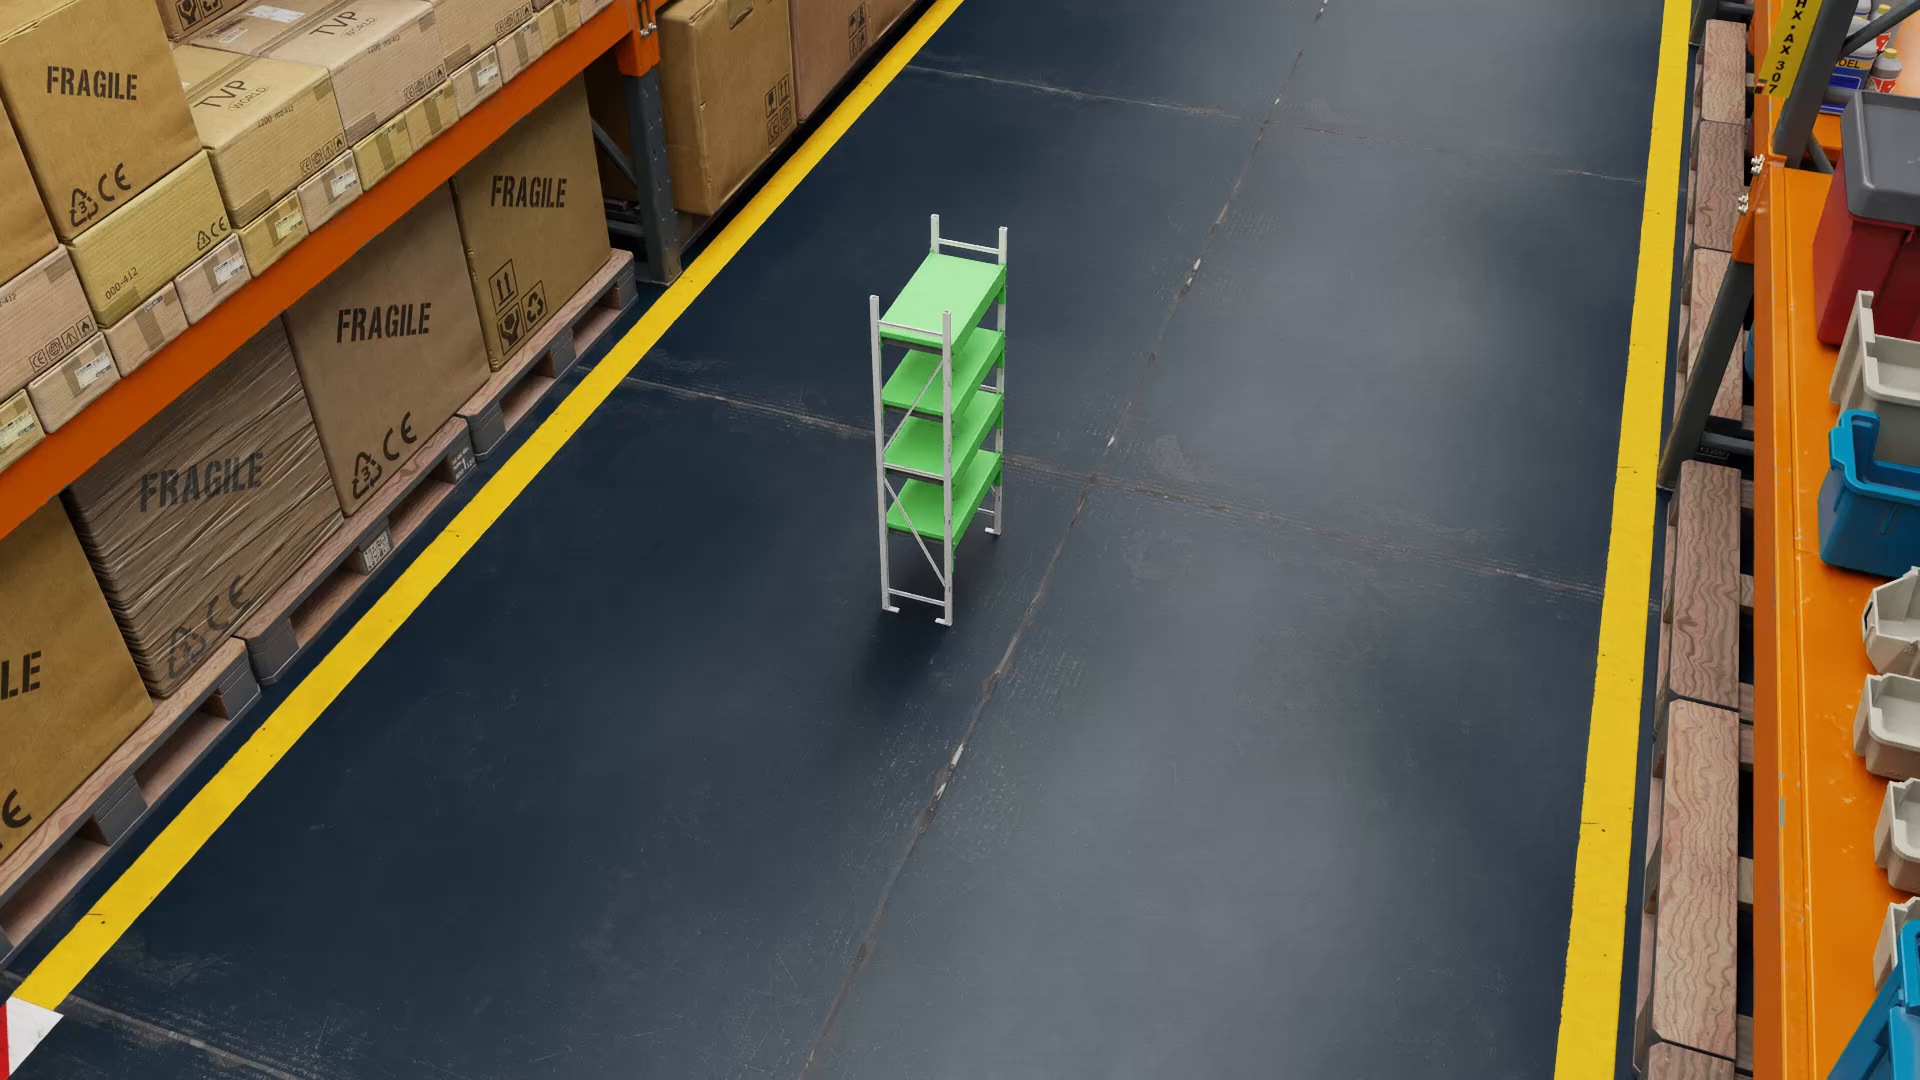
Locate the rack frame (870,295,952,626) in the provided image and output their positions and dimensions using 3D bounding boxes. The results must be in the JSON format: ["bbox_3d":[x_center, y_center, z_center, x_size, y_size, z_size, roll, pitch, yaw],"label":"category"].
[{"bbox_3d":[-0.140,-0.207,5.068,0.240,1.200,0.015,13,42,15],"label":"rack frame"}]

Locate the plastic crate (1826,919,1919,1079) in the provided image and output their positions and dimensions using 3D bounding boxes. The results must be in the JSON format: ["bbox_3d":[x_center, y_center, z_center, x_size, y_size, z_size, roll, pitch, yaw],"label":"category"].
[{"bbox_3d":[1.555,0.911,2.298,0.616,0.435,0.499,13,42,15],"label":"plastic crate"}]

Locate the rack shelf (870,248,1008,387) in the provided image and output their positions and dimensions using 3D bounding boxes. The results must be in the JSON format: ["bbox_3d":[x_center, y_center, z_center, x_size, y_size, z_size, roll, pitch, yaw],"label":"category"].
[{"bbox_3d":[-0.057,-0.672,4.972,0.258,0.148,0.480,13,42,15],"label":"rack shelf"}]

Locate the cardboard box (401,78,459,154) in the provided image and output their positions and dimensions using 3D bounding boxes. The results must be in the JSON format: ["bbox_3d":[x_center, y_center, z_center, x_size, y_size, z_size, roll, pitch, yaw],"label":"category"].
[{"bbox_3d":[-1.819,-1.364,5.231,0.380,0.149,0.250,14,42,16],"label":"cardboard box"}]

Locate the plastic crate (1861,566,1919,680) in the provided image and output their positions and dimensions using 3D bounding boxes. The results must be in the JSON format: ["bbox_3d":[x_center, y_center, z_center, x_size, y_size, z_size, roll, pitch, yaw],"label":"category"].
[{"bbox_3d":[1.993,0.199,3.362,0.298,0.136,0.250,13,42,15],"label":"plastic crate"}]

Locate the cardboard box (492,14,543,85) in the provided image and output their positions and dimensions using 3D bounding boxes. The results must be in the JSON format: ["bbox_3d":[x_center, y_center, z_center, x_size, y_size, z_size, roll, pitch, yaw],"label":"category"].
[{"bbox_3d":[-1.643,-1.678,5.600,0.380,0.149,0.250,13,42,14],"label":"cardboard box"}]

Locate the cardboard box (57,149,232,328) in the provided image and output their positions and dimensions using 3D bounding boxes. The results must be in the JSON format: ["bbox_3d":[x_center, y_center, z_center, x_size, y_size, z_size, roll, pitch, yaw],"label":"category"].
[{"bbox_3d":[-2.274,-0.820,4.286,0.500,0.250,0.500,12,42,14],"label":"cardboard box"}]

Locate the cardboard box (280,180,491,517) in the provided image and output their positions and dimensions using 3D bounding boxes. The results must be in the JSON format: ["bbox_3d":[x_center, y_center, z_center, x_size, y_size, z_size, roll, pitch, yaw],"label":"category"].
[{"bbox_3d":[-2.279,-0.764,5.648,0.875,0.875,0.875,13,42,15],"label":"cardboard box"}]

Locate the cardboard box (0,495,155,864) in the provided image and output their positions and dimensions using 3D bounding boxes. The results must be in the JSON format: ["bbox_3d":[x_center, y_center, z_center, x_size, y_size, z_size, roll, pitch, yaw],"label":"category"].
[{"bbox_3d":[-2.895,0.334,4.361,0.875,0.875,0.875,13,42,15],"label":"cardboard box"}]

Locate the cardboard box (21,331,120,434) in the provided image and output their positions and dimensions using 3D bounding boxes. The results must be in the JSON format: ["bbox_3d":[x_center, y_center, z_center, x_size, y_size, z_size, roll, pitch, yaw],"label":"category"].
[{"bbox_3d":[-2.345,-0.427,4.132,0.380,0.149,0.250,13,42,14],"label":"cardboard box"}]

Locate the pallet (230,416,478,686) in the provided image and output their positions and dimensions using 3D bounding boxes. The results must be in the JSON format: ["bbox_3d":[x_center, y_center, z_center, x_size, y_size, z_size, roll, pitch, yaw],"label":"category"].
[{"bbox_3d":[-2.420,-0.092,5.696,1.003,0.211,1.213,13,42,15],"label":"pallet"}]

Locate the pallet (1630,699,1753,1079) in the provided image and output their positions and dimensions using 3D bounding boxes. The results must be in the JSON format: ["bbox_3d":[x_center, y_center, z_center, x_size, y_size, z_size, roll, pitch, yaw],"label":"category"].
[{"bbox_3d":[2.353,1.018,4.395,1.003,0.211,1.213,13,42,15],"label":"pallet"}]

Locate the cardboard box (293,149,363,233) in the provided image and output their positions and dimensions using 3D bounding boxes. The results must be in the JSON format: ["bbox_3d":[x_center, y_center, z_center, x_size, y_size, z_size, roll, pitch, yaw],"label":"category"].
[{"bbox_3d":[-1.994,-1.053,4.867,0.380,0.149,0.250,14,42,16],"label":"cardboard box"}]

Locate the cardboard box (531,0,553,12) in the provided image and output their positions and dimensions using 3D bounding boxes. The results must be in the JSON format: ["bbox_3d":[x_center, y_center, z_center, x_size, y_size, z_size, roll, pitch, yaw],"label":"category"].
[{"bbox_3d":[-1.575,-2.075,5.757,0.500,0.250,0.500,13,42,14],"label":"cardboard box"}]

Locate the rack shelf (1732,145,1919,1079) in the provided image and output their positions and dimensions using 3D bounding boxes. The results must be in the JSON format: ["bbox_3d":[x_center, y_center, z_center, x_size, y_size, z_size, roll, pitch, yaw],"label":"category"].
[{"bbox_3d":[2.300,0.247,3.704,1.077,0.370,4.000,13,42,15],"label":"rack shelf"}]

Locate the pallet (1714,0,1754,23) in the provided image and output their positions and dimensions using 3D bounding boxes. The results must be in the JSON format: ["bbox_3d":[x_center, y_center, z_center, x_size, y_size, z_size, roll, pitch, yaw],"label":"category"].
[{"bbox_3d":[4.653,-3.090,9.209,1.003,0.211,1.213,13,42,15],"label":"pallet"}]

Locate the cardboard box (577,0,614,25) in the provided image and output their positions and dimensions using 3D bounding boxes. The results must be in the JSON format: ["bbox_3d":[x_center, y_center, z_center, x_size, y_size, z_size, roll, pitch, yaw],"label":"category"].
[{"bbox_3d":[-1.467,-1.992,5.967,0.380,0.149,0.250,14,42,15],"label":"cardboard box"}]

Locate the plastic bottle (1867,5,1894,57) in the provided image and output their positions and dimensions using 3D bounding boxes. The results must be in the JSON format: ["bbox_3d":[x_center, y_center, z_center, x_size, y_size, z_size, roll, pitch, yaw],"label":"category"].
[{"bbox_3d":[3.063,-1.690,5.573,0.097,0.201,0.097,0,40,0],"label":"plastic bottle"}]

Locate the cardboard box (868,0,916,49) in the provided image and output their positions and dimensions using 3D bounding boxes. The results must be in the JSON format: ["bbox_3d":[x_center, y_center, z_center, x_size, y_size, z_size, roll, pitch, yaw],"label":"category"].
[{"bbox_3d":[-0.870,-3.179,8.479,1.225,0.875,0.875,13,42,15],"label":"cardboard box"}]

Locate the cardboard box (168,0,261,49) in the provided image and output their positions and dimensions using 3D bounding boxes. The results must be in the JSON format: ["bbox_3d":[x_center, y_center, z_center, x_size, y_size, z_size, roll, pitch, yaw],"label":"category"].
[{"bbox_3d":[-2.424,-1.554,5.147,0.500,0.250,0.500,14,43,16],"label":"cardboard box"}]

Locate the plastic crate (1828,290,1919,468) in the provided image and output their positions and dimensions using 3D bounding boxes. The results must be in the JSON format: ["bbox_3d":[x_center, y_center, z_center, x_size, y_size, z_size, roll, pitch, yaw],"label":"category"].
[{"bbox_3d":[2.288,-0.334,3.876,0.437,0.282,0.530,13,42,15],"label":"plastic crate"}]

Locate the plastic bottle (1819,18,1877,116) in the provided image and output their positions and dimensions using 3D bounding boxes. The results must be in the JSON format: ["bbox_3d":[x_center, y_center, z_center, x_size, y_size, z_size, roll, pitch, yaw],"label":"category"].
[{"bbox_3d":[2.815,-1.512,5.306,0.152,0.276,0.135,13,42,15],"label":"plastic bottle"}]

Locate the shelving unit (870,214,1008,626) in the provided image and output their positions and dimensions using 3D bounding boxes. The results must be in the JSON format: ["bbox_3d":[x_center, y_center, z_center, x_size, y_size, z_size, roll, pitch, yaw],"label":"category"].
[{"bbox_3d":[-0.057,-0.355,5.242,0.258,1.200,0.503,13,42,15],"label":"shelving unit"}]

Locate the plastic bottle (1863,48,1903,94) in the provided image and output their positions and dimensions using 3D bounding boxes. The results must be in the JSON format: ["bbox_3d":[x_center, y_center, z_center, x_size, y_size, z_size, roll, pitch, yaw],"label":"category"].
[{"bbox_3d":[2.938,-1.467,5.312,0.097,0.201,0.097,0,40,0],"label":"plastic bottle"}]

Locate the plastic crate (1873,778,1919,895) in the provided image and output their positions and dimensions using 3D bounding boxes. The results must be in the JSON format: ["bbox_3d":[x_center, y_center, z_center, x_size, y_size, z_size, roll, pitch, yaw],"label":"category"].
[{"bbox_3d":[1.837,0.559,2.940,0.396,0.136,0.243,13,42,15],"label":"plastic crate"}]

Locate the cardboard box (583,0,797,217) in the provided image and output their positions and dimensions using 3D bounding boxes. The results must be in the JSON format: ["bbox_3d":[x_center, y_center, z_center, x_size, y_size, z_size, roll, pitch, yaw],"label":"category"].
[{"bbox_3d":[-1.471,-2.092,7.205,1.225,0.875,0.875,13,42,15],"label":"cardboard box"}]

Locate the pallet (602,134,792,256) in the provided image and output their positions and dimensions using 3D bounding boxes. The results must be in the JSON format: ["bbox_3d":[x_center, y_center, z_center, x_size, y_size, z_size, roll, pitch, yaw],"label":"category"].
[{"bbox_3d":[-1.478,-1.773,7.665,1.003,0.211,1.213,13,42,15],"label":"pallet"}]

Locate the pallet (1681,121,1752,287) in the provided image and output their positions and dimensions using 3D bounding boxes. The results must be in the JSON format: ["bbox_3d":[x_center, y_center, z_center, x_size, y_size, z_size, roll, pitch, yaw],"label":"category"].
[{"bbox_3d":[3.702,-1.394,7.221,1.003,0.211,1.213,13,42,15],"label":"pallet"}]

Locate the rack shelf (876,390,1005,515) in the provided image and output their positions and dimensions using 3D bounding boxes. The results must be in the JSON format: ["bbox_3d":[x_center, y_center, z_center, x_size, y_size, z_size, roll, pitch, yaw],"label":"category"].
[{"bbox_3d":[-0.057,-0.307,5.284,0.258,0.148,0.480,13,42,15],"label":"rack shelf"}]

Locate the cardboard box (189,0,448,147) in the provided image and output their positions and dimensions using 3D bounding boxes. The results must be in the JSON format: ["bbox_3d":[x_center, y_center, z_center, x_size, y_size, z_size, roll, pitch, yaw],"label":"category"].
[{"bbox_3d":[-1.924,-1.447,5.022,0.500,0.250,0.500,14,42,16],"label":"cardboard box"}]

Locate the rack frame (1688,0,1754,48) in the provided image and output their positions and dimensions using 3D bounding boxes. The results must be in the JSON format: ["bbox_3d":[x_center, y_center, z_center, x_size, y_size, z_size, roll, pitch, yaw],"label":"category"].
[{"bbox_3d":[4.352,-3.687,7.760,1.000,3.000,0.127,13,42,15],"label":"rack frame"}]

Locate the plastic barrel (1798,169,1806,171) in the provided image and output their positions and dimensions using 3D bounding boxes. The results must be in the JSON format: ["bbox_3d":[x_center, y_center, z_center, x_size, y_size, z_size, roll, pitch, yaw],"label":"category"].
[{"bbox_3d":[3.428,-1.368,6.336,0.600,0.901,0.708,13,42,15],"label":"plastic barrel"}]

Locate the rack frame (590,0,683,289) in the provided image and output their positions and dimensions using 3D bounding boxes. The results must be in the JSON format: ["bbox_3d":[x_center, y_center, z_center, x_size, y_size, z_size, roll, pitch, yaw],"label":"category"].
[{"bbox_3d":[-1.671,-2.346,6.189,1.000,3.000,0.127,13,42,15],"label":"rack frame"}]

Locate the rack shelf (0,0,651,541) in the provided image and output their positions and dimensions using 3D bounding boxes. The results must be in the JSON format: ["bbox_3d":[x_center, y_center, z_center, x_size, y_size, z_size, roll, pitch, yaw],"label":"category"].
[{"bbox_3d":[-2.355,-0.853,4.993,1.077,0.370,4.000,13,42,15],"label":"rack shelf"}]

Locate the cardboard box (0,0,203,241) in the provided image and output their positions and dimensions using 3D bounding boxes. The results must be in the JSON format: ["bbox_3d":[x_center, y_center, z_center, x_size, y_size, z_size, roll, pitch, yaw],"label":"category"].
[{"bbox_3d":[-2.278,-1.103,4.040,0.500,0.500,0.500,12,42,14],"label":"cardboard box"}]

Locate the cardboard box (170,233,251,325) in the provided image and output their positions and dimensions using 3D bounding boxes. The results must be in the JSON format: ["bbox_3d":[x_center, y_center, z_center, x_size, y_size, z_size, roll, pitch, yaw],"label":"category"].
[{"bbox_3d":[-2.170,-0.739,4.499,0.380,0.149,0.250,13,42,15],"label":"cardboard box"}]

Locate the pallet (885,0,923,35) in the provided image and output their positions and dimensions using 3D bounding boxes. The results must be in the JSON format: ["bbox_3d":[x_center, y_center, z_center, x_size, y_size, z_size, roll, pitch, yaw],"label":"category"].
[{"bbox_3d":[-0.643,-3.261,9.409,1.003,0.211,1.213,13,42,15],"label":"pallet"}]

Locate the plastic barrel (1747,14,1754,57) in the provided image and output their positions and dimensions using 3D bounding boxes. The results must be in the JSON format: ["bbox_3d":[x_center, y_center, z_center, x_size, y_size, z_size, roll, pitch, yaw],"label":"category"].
[{"bbox_3d":[4.200,-2.719,7.974,0.600,0.830,0.708,13,42,15],"label":"plastic barrel"}]
